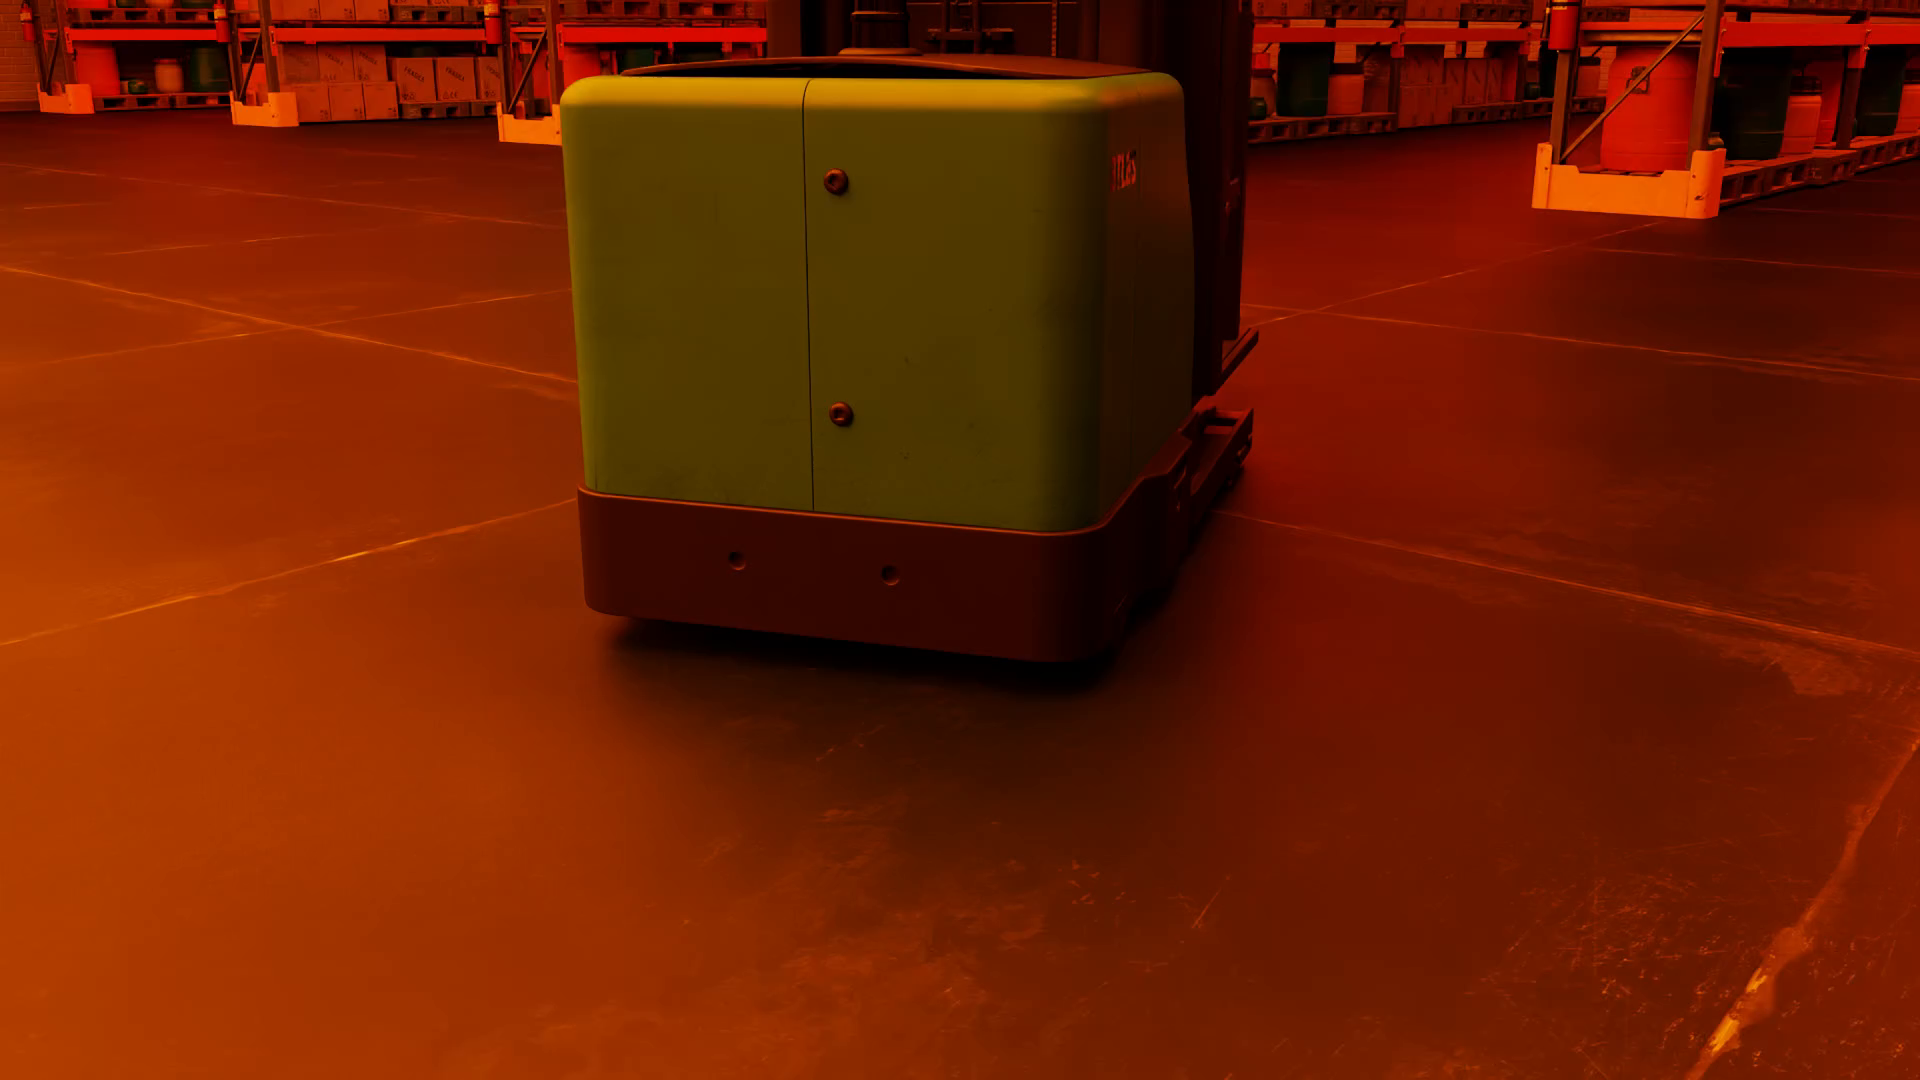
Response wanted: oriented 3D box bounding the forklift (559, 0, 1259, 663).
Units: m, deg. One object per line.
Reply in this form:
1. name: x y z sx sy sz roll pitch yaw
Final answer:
1. forklift: 0.182 -1.571 4.072 1.130 2.935 3.031 5 18 17
